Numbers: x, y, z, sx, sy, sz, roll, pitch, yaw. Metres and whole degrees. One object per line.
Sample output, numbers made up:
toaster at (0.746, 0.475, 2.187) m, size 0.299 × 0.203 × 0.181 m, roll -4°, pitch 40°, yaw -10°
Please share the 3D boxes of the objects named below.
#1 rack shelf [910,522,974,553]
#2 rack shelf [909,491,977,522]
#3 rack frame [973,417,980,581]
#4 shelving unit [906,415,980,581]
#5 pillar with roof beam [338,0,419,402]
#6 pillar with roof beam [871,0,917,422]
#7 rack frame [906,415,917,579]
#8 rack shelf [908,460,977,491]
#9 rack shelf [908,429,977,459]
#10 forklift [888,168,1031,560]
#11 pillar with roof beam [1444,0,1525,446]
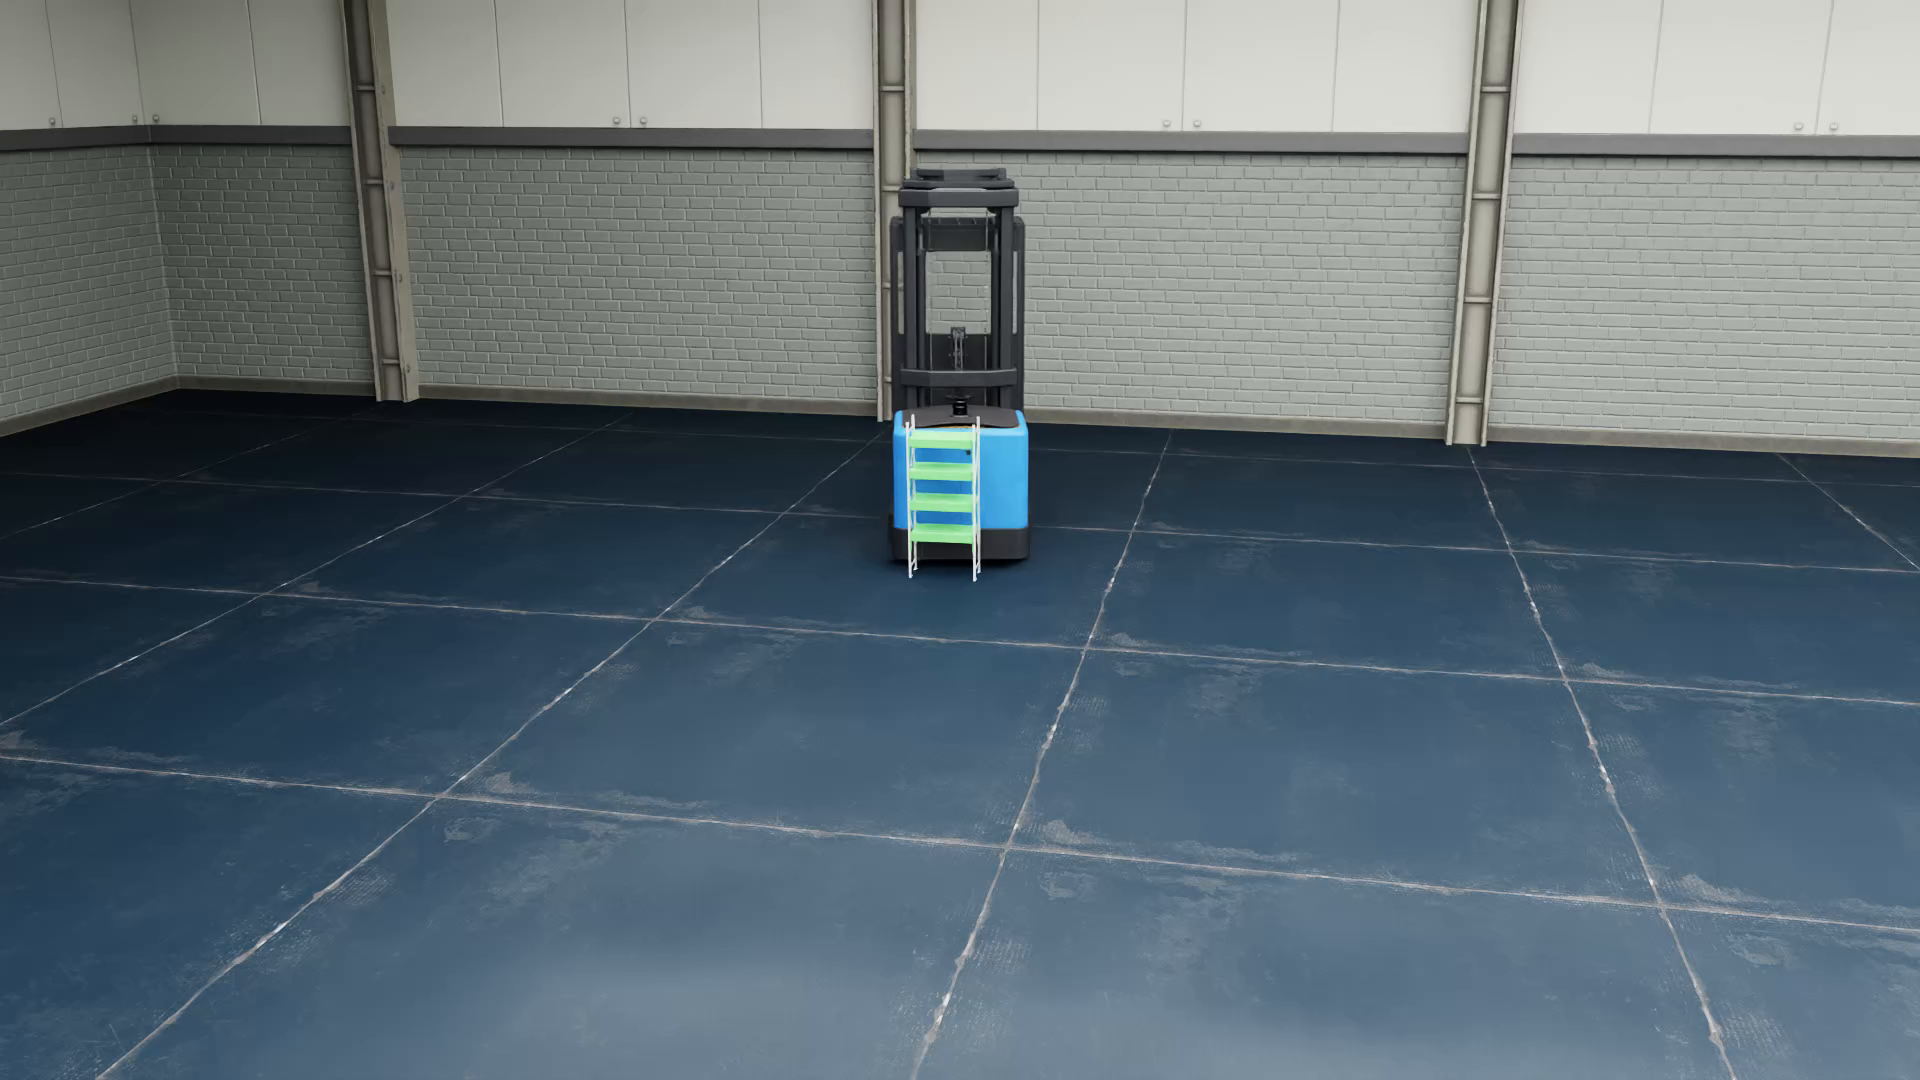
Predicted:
rack shelf at (-0.118, -0.020, 12.431) m, size 0.480 × 0.148 × 0.258 m, roll 2°, pitch 18°, yaw 9°
rack shelf at (-0.119, -0.248, 12.357) m, size 0.480 × 0.148 × 0.258 m, roll 2°, pitch 18°, yaw 9°
rack frame at (0.121, -0.299, 12.300) m, size 0.015 × 1.200 × 0.240 m, roll 2°, pitch 18°, yaw 9°
shelving unit at (-0.120, -0.309, 12.337) m, size 0.503 × 1.200 × 0.258 m, roll 2°, pitch 18°, yaw 9°
pillar with roof beam at (-7.418, -4.855, 14.163) m, size 0.400 × 9.000 × 9.100 m, roll 3°, pitch 16°, yaw 11°
pillar with roof beam at (-1.539, -4.536, 13.010) m, size 0.400 × 9.000 × 9.100 m, roll 3°, pitch 16°, yaw 11°
rack frame at (-0.361, -0.319, 12.374) m, size 0.015 × 1.200 × 0.240 m, roll 2°, pitch 18°, yaw 9°
rack shelf at (-0.121, -0.476, 12.283) m, size 0.480 × 0.148 × 0.258 m, roll 2°, pitch 18°, yaw 9°
rack shelf at (-0.123, -0.704, 12.208) m, size 0.480 × 0.148 × 0.258 m, roll 2°, pitch 18°, yaw 9°
forklift at (-0.028, -1.599, 13.775) m, size 1.130 × 2.935 × 3.031 m, roll 0°, pitch 15°, yaw -1°
pillar with roof beam at (4.341, -4.217, 11.858) m, size 0.400 × 9.000 × 9.100 m, roll 3°, pitch 16°, yaw 11°
